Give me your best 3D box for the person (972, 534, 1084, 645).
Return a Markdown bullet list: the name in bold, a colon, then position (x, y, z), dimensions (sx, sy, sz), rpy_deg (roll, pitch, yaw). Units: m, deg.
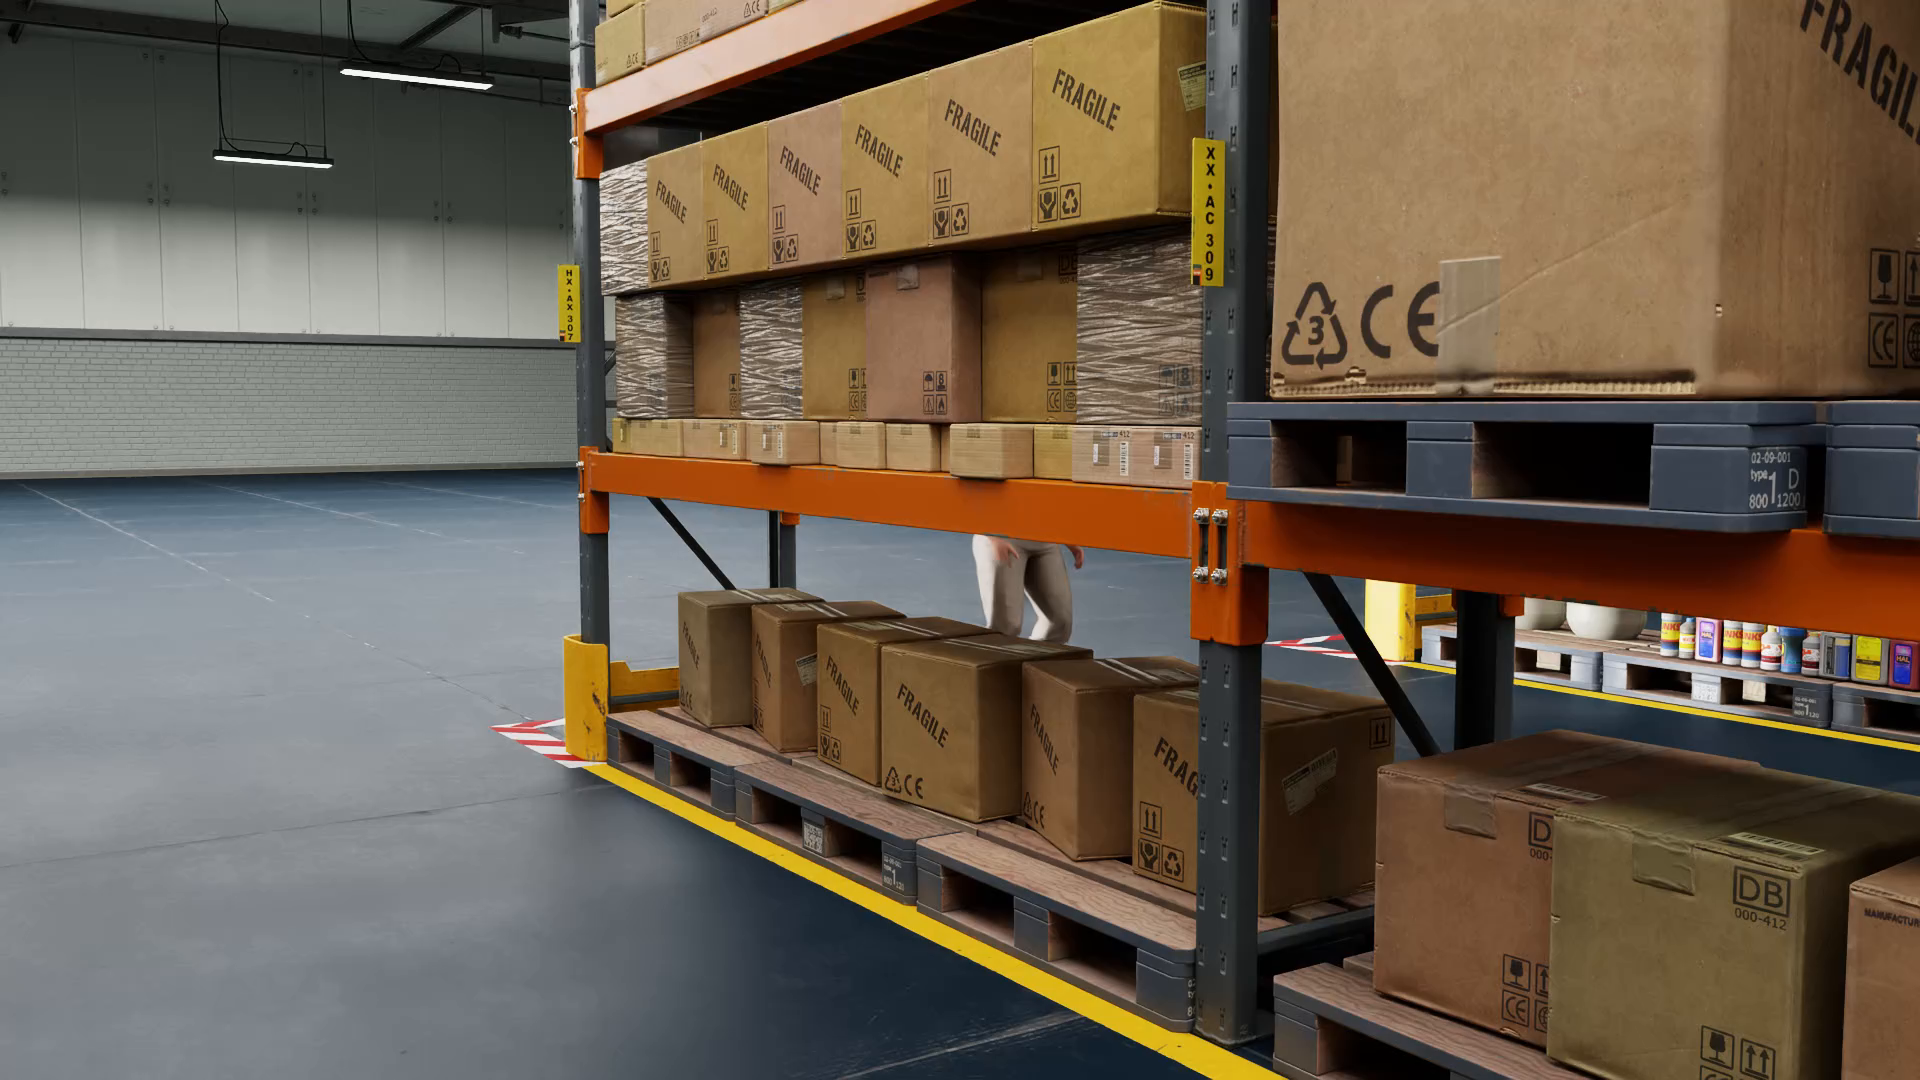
- **person**: position (0.322, 0.028, 7.922), dimensions (0.553, 1.688, 0.383), rpy_deg (-3, 5, -32)
